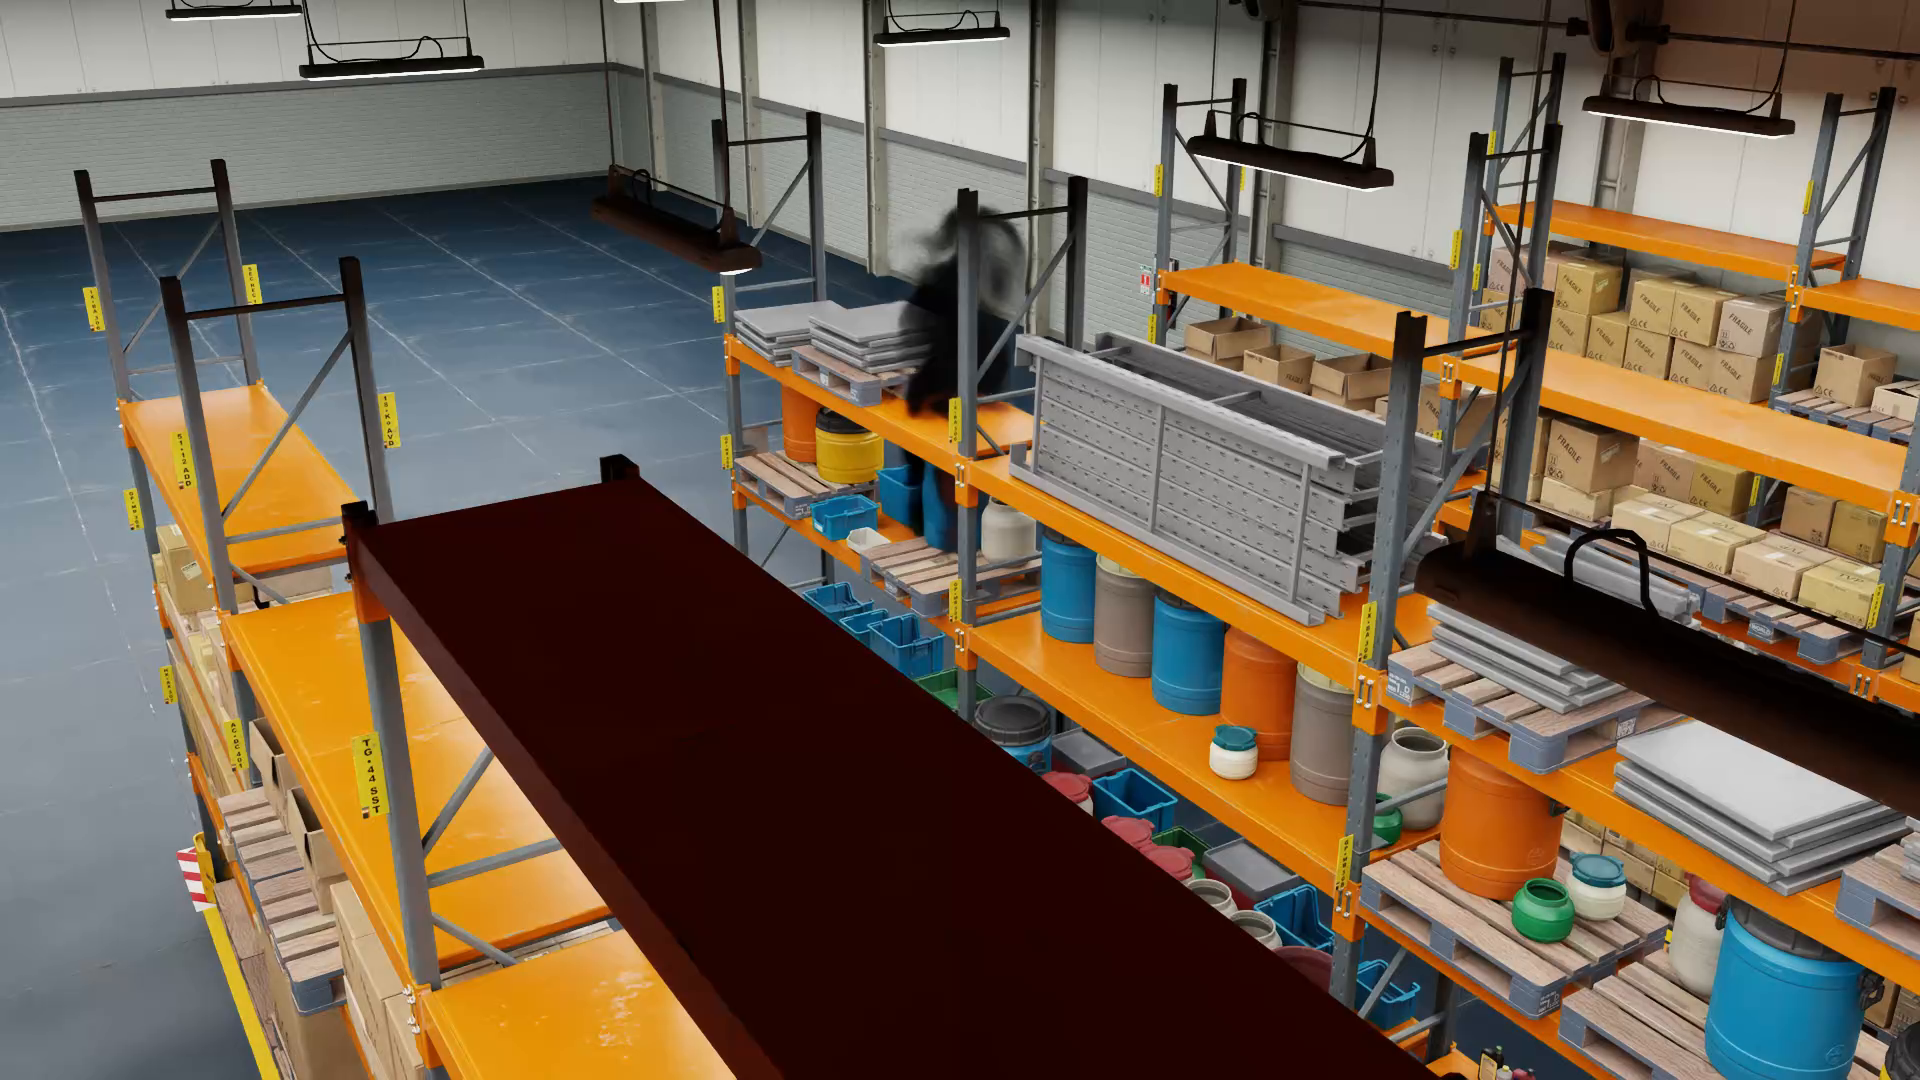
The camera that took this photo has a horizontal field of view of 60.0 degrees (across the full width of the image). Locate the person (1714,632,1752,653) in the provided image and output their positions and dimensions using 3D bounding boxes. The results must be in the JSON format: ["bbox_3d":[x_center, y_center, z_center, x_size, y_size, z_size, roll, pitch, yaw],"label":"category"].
[{"bbox_3d":[7.510,1.232,16.132,0.616,1.659,0.554,-16,27,-35],"label":"person"}]
